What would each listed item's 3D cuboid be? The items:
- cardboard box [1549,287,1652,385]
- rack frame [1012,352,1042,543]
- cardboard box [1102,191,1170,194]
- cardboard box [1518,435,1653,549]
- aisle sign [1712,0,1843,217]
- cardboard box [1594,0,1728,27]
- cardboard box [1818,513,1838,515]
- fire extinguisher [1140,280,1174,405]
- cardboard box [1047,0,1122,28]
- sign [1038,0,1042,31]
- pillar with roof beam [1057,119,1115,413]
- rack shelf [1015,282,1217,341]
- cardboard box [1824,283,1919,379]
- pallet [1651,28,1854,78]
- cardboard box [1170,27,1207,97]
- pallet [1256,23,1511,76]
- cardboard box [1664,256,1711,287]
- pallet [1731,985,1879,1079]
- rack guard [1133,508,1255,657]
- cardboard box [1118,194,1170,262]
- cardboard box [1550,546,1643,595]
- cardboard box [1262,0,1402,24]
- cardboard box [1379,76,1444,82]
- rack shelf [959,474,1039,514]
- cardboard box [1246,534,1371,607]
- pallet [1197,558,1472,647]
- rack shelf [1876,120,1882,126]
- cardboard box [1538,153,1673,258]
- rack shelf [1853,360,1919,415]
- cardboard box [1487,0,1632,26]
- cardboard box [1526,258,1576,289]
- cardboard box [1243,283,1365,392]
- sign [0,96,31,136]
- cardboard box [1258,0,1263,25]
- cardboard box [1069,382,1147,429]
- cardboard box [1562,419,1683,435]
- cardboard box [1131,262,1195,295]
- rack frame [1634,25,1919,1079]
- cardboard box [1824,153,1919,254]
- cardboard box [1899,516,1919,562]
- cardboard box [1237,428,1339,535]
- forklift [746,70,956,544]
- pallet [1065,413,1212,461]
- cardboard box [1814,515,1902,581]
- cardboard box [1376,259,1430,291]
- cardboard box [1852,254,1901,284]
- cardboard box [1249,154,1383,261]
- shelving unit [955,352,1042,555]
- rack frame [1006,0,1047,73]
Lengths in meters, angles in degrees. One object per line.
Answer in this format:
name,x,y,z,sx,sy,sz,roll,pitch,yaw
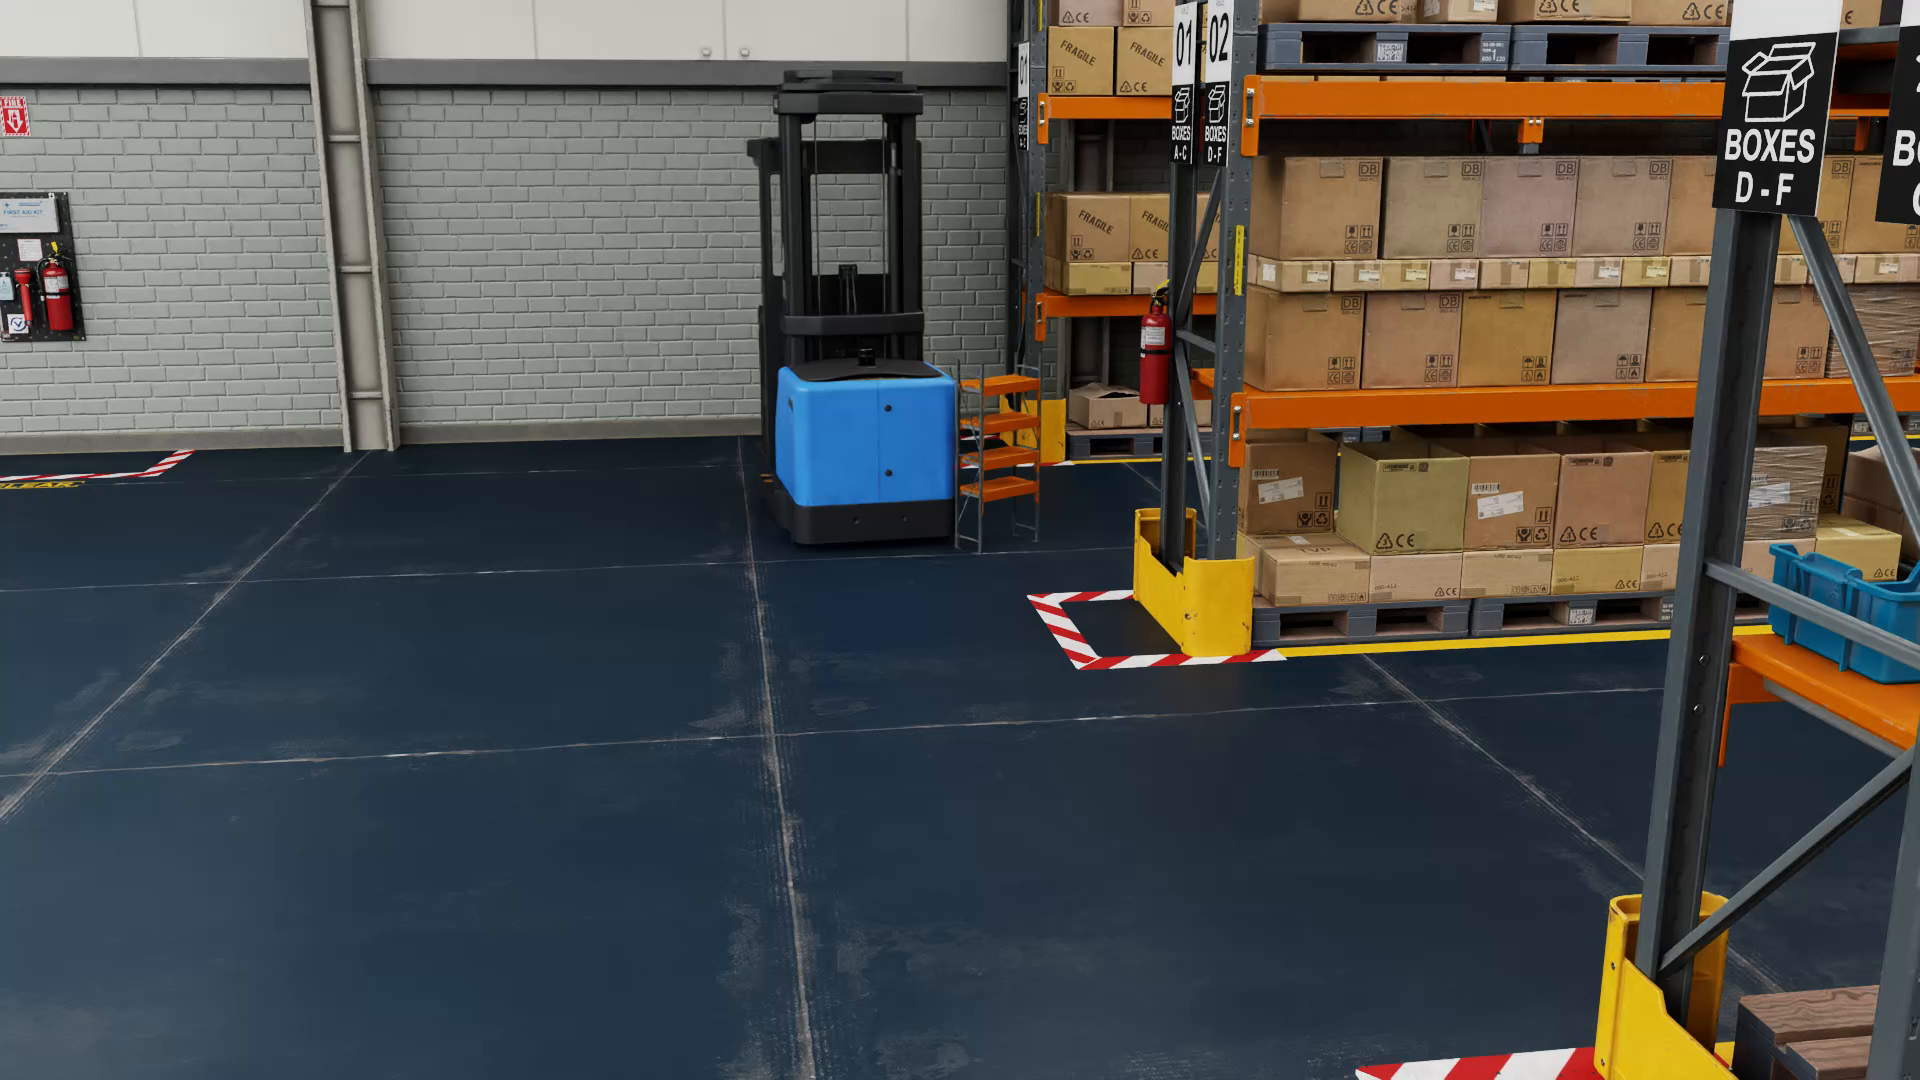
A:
cardboard box,3.247,-1.129,8.851,0.500,0.500,0.700,-2,14,-7
rack frame,0.425,-0.588,10.595,0.015,1.200,0.240,-12,19,-40
cardboard box,1.445,-2.586,13.593,0.500,0.500,0.500,-2,14,-8
cardboard box,3.301,-0.263,8.853,0.500,0.500,0.500,-2,14,-8
aisle sign,1.872,-1.148,3.789,0.004,0.787,0.394,-2,14,-8
cardboard box,3.562,-2.902,8.598,0.637,0.503,0.797,-1,14,-2
cardboard box,4.705,-0.081,9.667,0.500,0.250,0.500,-2,14,-8
fire extinguisher,1.067,-1.080,9.020,0.183,0.674,0.296,-2,14,-8
cardboard box,0.929,-4.155,12.655,0.500,0.500,0.500,-3,14,-12
sign,0.593,-3.950,12.341,0.005,0.325,0.100,-2,14,-8
pillar with roof beam,1.716,-4.309,9.405,0.400,9.000,9.100,-2,14,-8
rack shelf,2.489,-1.925,13.709,4.000,0.370,1.077,-2,14,-8
cardboard box,4.771,-1.186,9.078,0.500,0.500,0.700,-2,14,-10
pallet,4.369,-2.530,8.658,1.213,0.211,1.003,-2,14,-8
cardboard box,1.929,-3.697,12.884,0.500,0.500,0.500,-1,14,-6
pallet,1.956,-2.441,8.305,1.213,0.211,1.003,-2,14,-8
cardboard box,3.716,-1.411,8.642,0.250,0.149,0.380,-2,14,-7
pallet,2.860,1.492,4.338,1.213,0.211,1.003,-2,14,-8
rack guard,1.230,0.203,8.883,0.348,0.500,1.175,-2,14,-8
cardboard box,1.519,-2.462,13.100,0.500,0.500,0.500,-2,14,-8
cardboard box,3.300,0.100,8.945,0.500,0.250,0.500,-2,14,-8
cardboard box,1.822,-2.806,8.216,0.637,0.503,0.797,-1,14,-4
cardboard box,3.503,-3.766,13.161,0.500,0.500,0.500,-3,14,-13
rack shelf,0.240,-0.292,10.506,0.480,0.148,0.258,-12,19,-40
cardboard box,1.817,0.154,8.730,0.500,0.250,0.500,-2,14,-8
pallet,2.003,0.305,9.072,1.213,0.211,1.003,-2,14,-8
rack shelf,7.187,-2.333,9.172,4.000,0.370,1.077,-2,14,-8
cardboard box,3.282,-1.760,8.702,0.500,0.500,0.700,-2,14,-8
rack shelf,7.187,-0.878,9.537,4.000,0.370,1.077,-2,14,-8
cardboard box,2.936,-2.779,8.115,0.500,0.500,0.500,-2,14,-8
cardboard box,2.947,-1.383,8.529,0.250,0.149,0.380,-2,14,-9
cardboard box,1.717,-1.072,8.625,0.500,0.500,0.700,-2,14,-8
sign,-7.330,-3.285,12.889,0.199,0.298,0.001,-2,14,-8
cardboard box,2.426,-4.329,13.350,0.500,0.500,0.500,-2,14,-8
cardboard box,1.209,-1.114,13.620,0.500,0.311,0.500,-4,15,-15
cardboard box,3.715,-0.411,9.441,0.500,0.500,0.500,-2,14,-8
cardboard box,1.553,-2.102,13.203,0.500,0.250,0.500,-3,14,-10
rack frame,1.988,0.182,3.831,0.127,3.000,1.000,-2,14,-8
cardboard box,4.771,-1.815,8.920,0.500,0.500,0.700,-2,14,-8
cardboard box,5.645,0.020,9.264,0.500,0.250,0.500,-2,14,-10
cardboard box,1.739,-0.335,9.137,0.500,0.500,0.500,-2,14,-8
forklift,-0.854,-1.707,11.502,1.130,2.935,3.031,-3,14,-13
pallet,1.396,-0.872,13.767,1.213,0.211,1.003,-2,14,-8
cardboard box,4.783,0.045,9.167,0.500,0.250,0.500,-2,14,-8
cardboard box,2.181,-1.354,8.417,0.250,0.149,0.380,-2,14,-8
cardboard box,4.727,-1.448,8.790,0.250,0.149,0.380,-2,14,-9
cardboard box,1.769,-1.703,8.475,0.500,0.500,0.700,-2,14,-8
shelving unit,0.241,-0.549,10.440,0.503,1.200,0.258,-12,19,-40
rack frame,0.512,-5.111,12.603,0.127,3.000,1.000,-2,14,-8
